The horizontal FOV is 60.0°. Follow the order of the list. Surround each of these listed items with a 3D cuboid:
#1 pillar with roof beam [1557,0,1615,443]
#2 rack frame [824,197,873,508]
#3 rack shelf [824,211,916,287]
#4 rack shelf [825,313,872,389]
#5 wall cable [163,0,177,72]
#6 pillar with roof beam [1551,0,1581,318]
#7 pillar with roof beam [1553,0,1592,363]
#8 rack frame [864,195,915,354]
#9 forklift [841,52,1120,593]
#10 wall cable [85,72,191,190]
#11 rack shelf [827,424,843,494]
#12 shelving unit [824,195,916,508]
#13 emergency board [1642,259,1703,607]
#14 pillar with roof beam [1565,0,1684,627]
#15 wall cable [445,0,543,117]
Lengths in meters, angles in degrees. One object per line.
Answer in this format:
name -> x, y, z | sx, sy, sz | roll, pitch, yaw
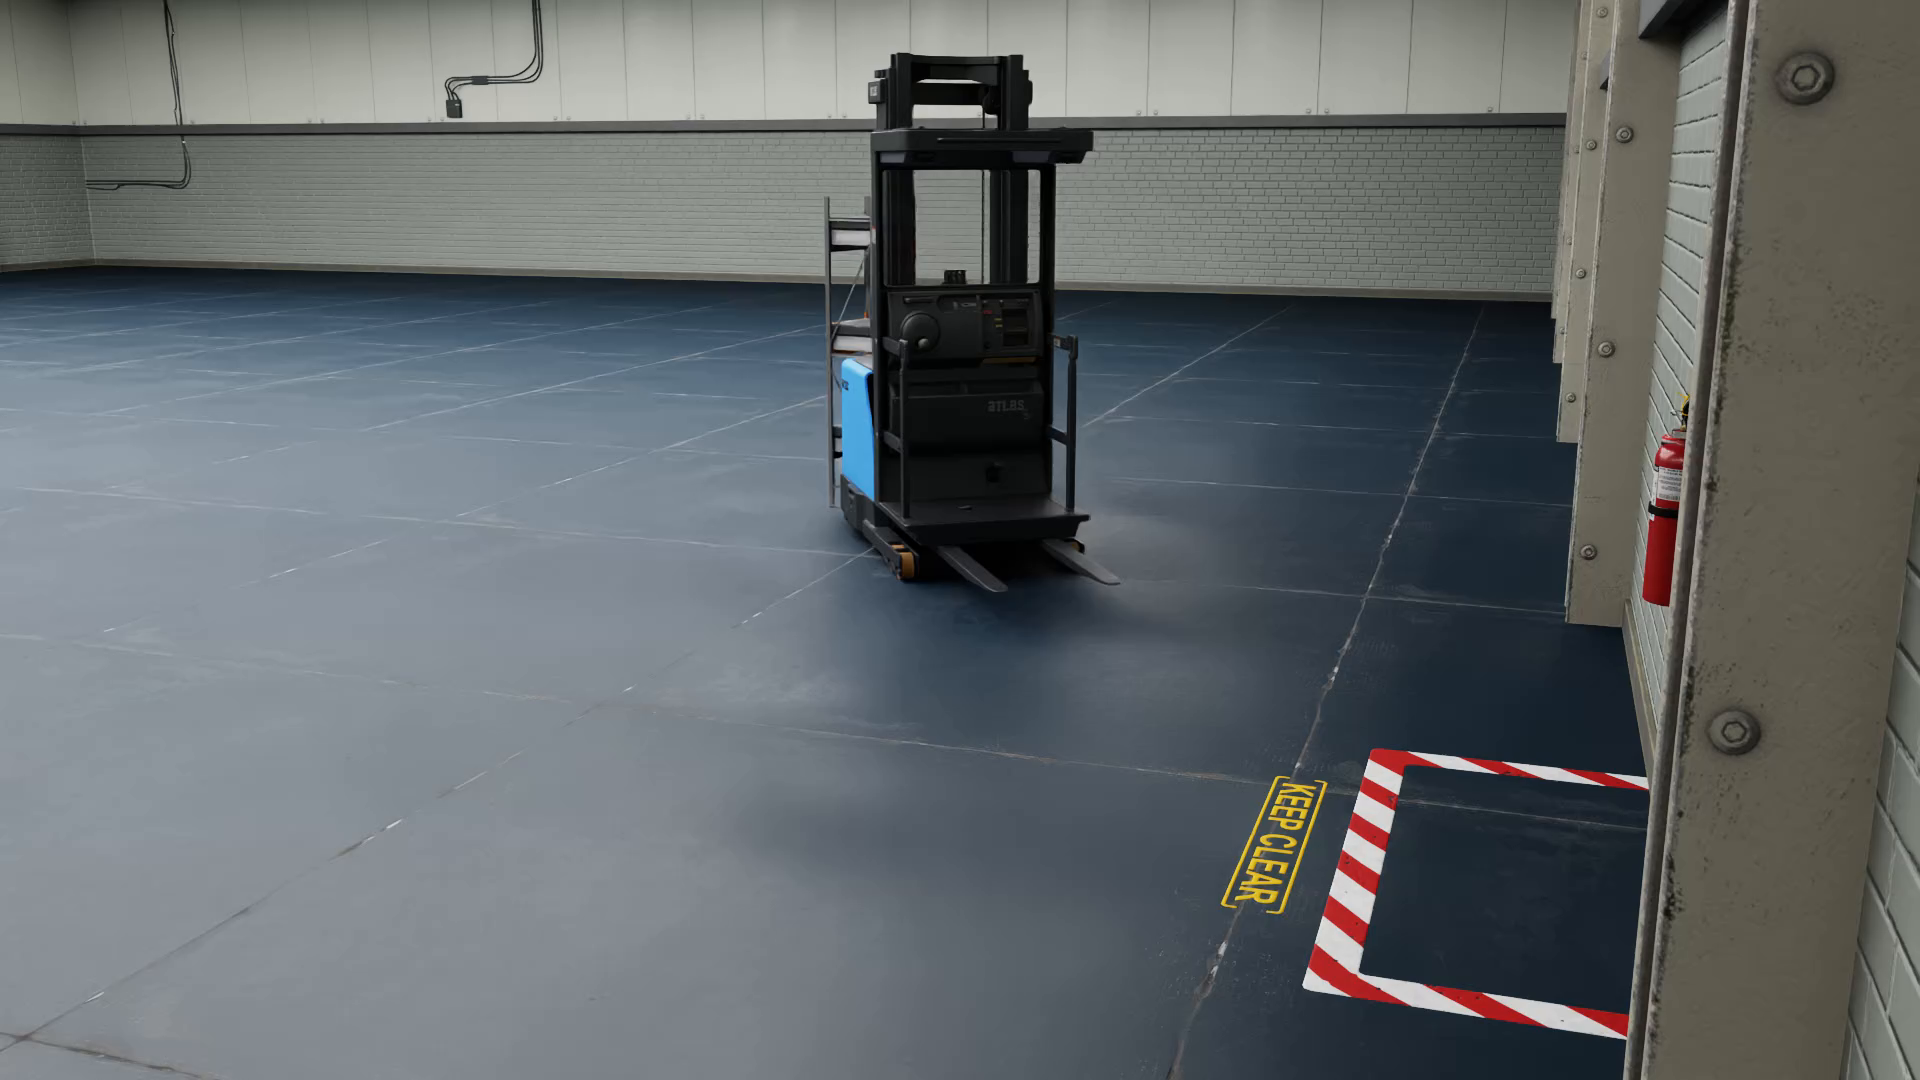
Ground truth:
pillar with roof beam -> 1.215, -5.563, 14.637 | 9.100, 9.000, 0.400 | 4, 14, 18
rack frame -> -0.726, -1.230, 11.156 | 0.400, 2.100, 0.015 | 7, 15, 29
rack shelf -> -0.604, -1.946, 11.209 | 0.431, 0.518, 0.480 | 7, 15, 29
rack shelf -> -0.604, -1.263, 11.365 | 0.431, 0.518, 0.480 | 7, 15, 29
wall cable -> -15.870, -11.326, 35.516 | 3.097, 2.526, 0.112 | 4, 14, 18
pillar with roof beam -> 5.098, -8.089, 25.707 | 9.100, 9.000, 0.400 | 4, 14, 18
pillar with roof beam -> 3.156, -6.826, 20.172 | 9.100, 9.000, 0.400 | 4, 14, 18
rack frame -> -0.481, -1.323, 11.567 | 0.400, 2.100, 0.015 | 7, 15, 29
forklift -> 0.094, -1.294, 9.569 | 1.130, 2.935, 3.031 | -4, 13, -15
wall cable -> -18.430, -9.059, 36.932 | 3.097, 2.526, 0.112 | 4, 14, 18
rack shelf -> -0.604, -0.581, 11.520 | 0.431, 0.518, 0.480 | 7, 15, 29
shelving unit -> -0.604, -1.277, 11.362 | 0.431, 2.100, 0.503 | 7, 15, 29
emergency board -> 2.241, -0.319, 5.145 | 0.194, 1.169, 0.643 | 4, 14, 18
pillar with roof beam -> -0.726, -4.300, 9.103 | 9.100, 9.000, 0.400 | 4, 14, 18
wall cable -> -9.452, -11.544, 33.199 | 2.305, 6.003, 0.169 | 4, 14, 18
